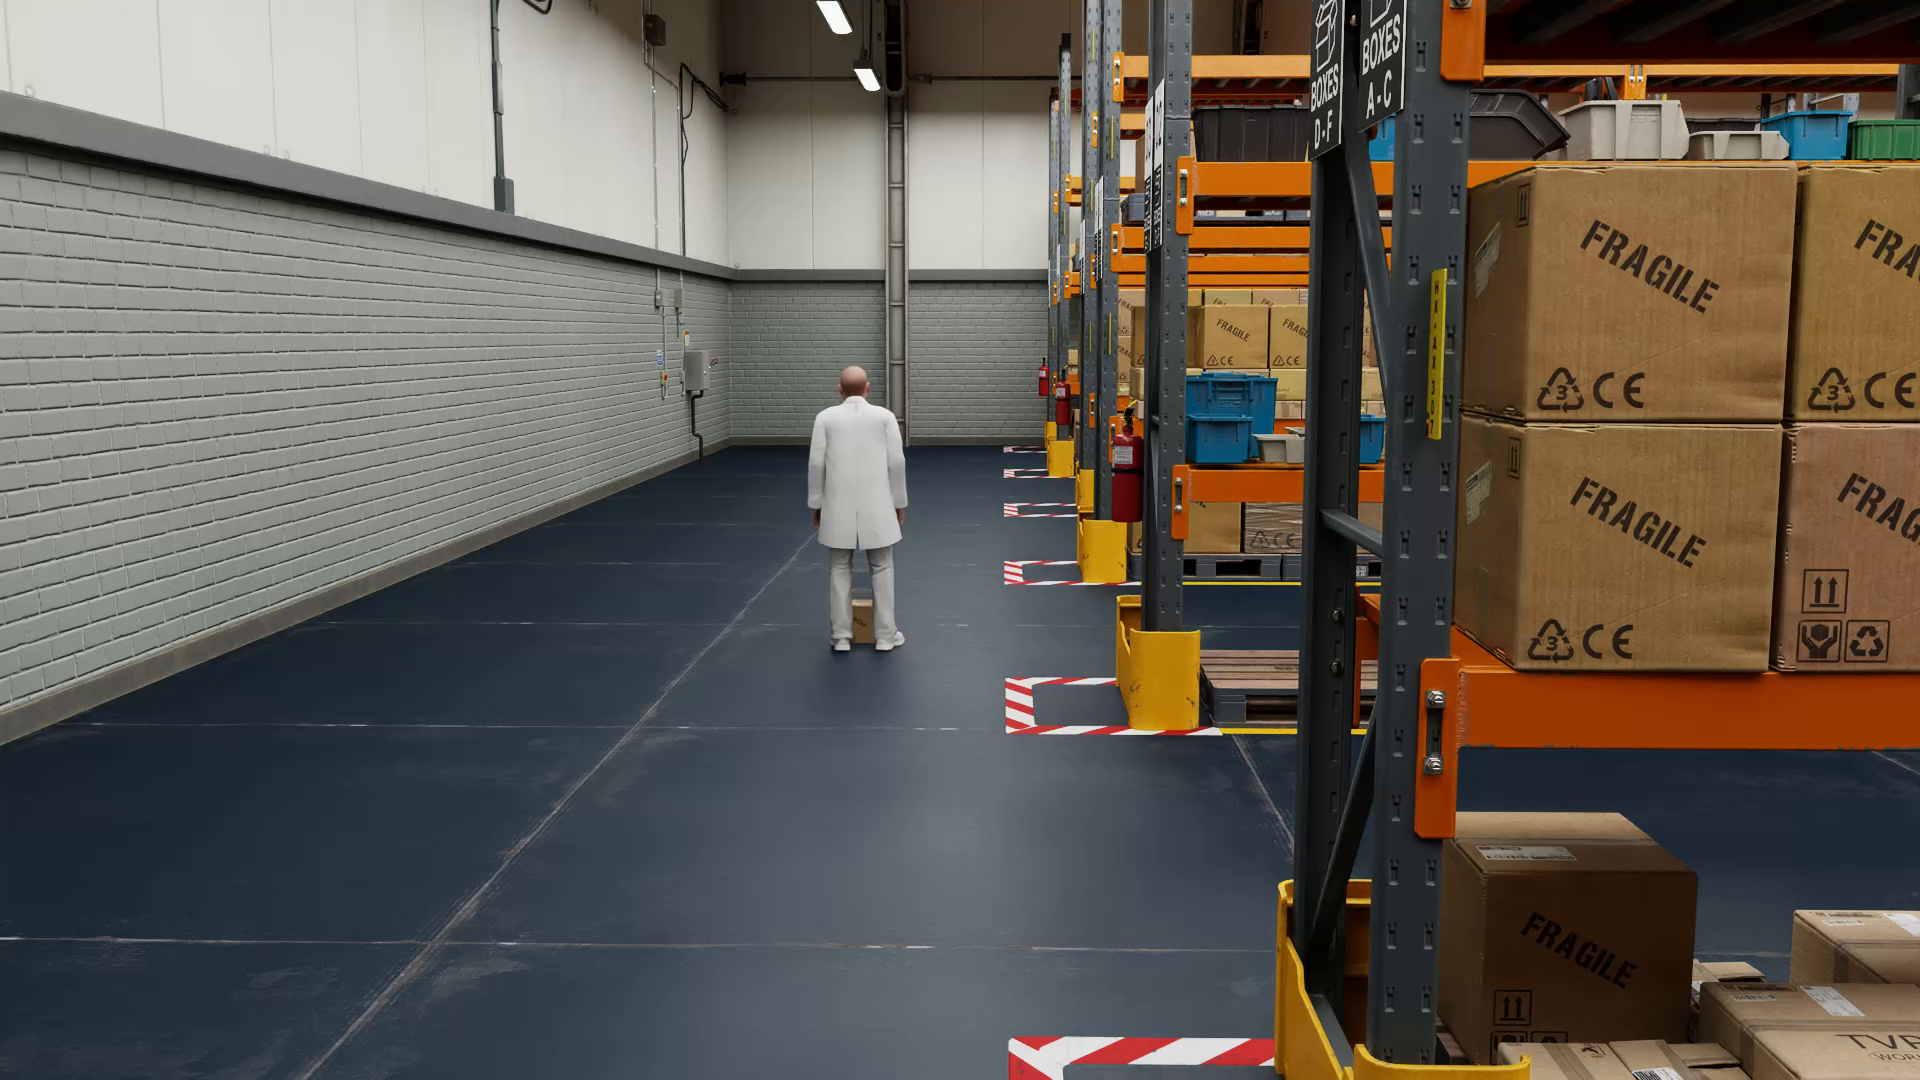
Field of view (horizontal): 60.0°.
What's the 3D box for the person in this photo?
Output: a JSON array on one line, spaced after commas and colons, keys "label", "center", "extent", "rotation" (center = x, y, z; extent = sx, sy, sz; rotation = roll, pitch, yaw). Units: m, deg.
[{"label": "person", "center": [-0.641, -0.197, 10.419], "extent": [0.631, 1.773, 0.427], "rotation": [0, 7, -1]}]
